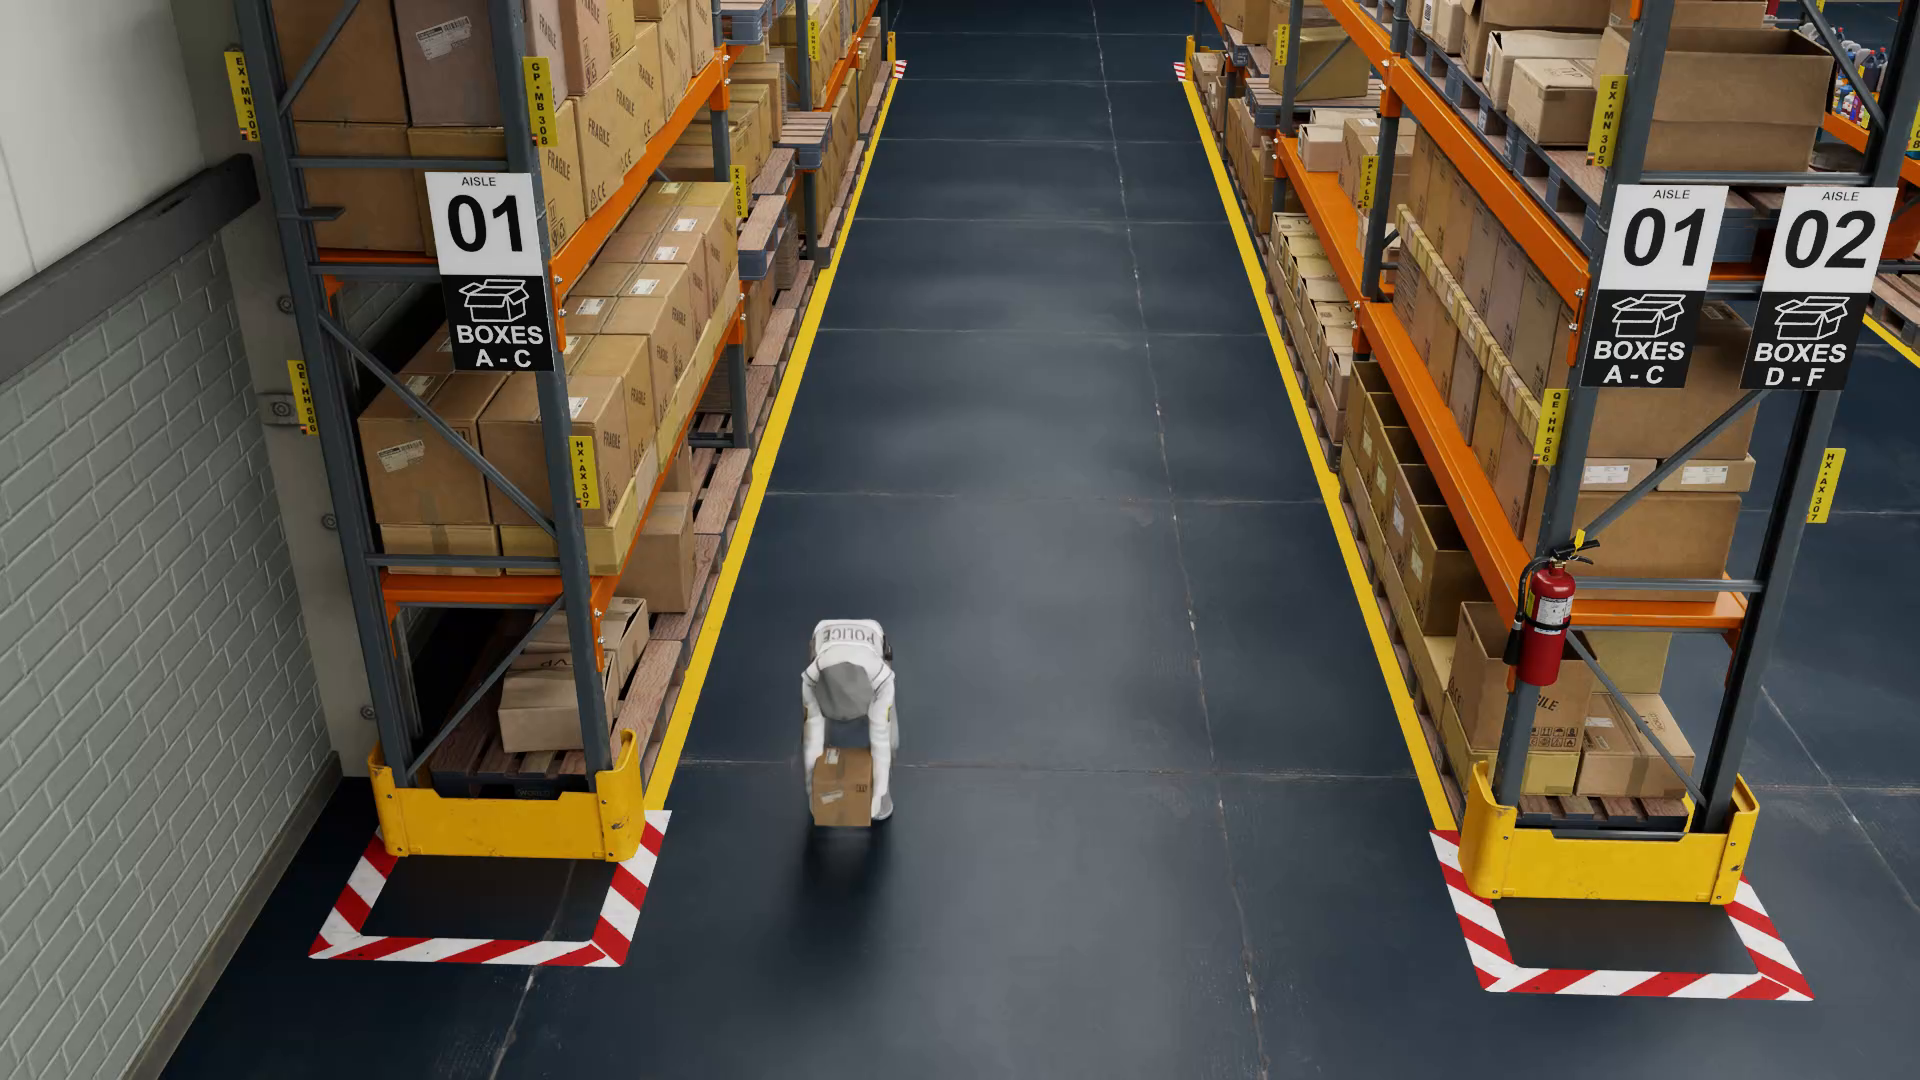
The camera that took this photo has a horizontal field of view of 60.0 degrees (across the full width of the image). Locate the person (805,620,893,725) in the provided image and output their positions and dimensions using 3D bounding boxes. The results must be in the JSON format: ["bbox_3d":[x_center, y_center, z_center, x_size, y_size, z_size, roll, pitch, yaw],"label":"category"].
[{"bbox_3d":[-0.494,0.560,7.410,0.384,0.388,0.910,0,28,-1],"label":"person"}]
